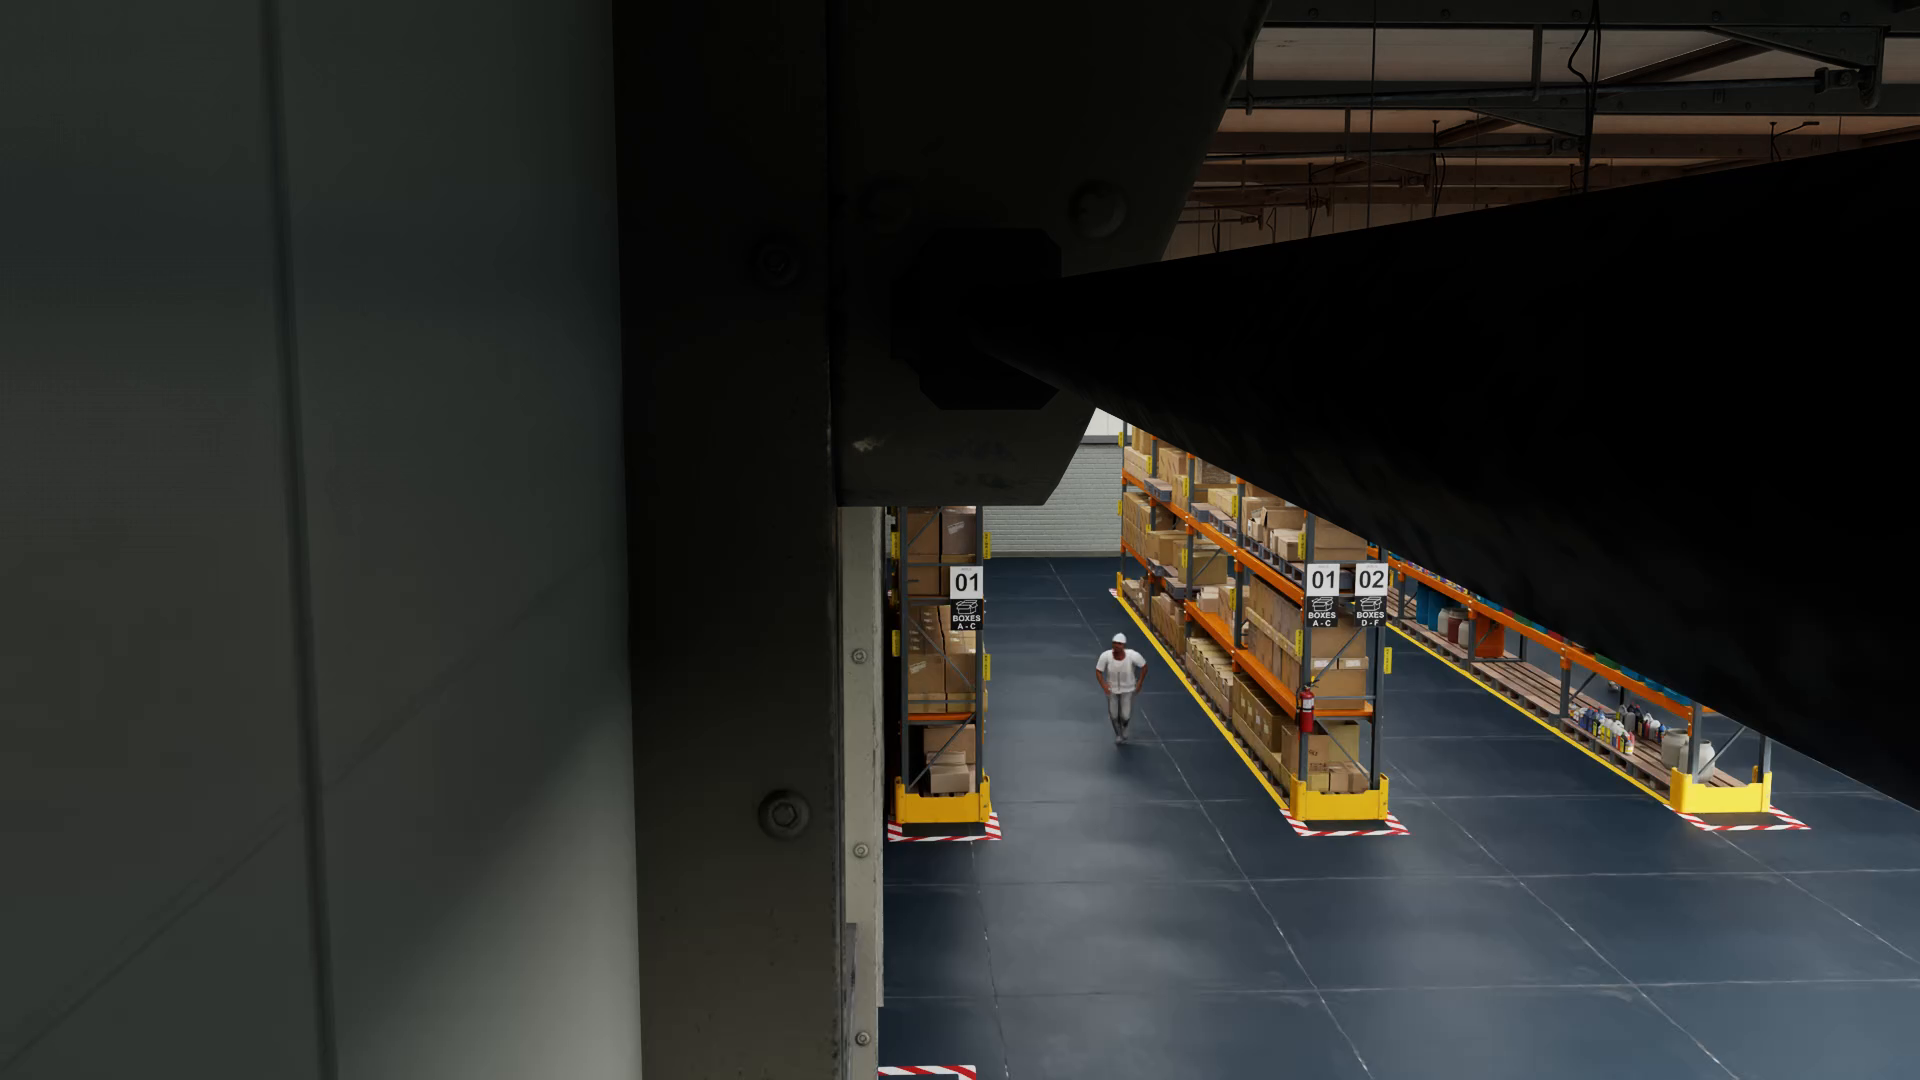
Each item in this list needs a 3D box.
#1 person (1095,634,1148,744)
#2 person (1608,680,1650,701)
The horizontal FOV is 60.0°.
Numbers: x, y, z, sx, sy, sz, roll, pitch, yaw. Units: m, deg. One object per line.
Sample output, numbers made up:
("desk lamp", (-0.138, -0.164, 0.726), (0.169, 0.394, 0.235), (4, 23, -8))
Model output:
("person", (2.327, 2.147, 23.960), (0.746, 1.675, 0.682), (1, 8, 10))
("person", (10.898, 1.743, 26.984), (0.582, 1.601, 1.053), (-1, 8, -4))
